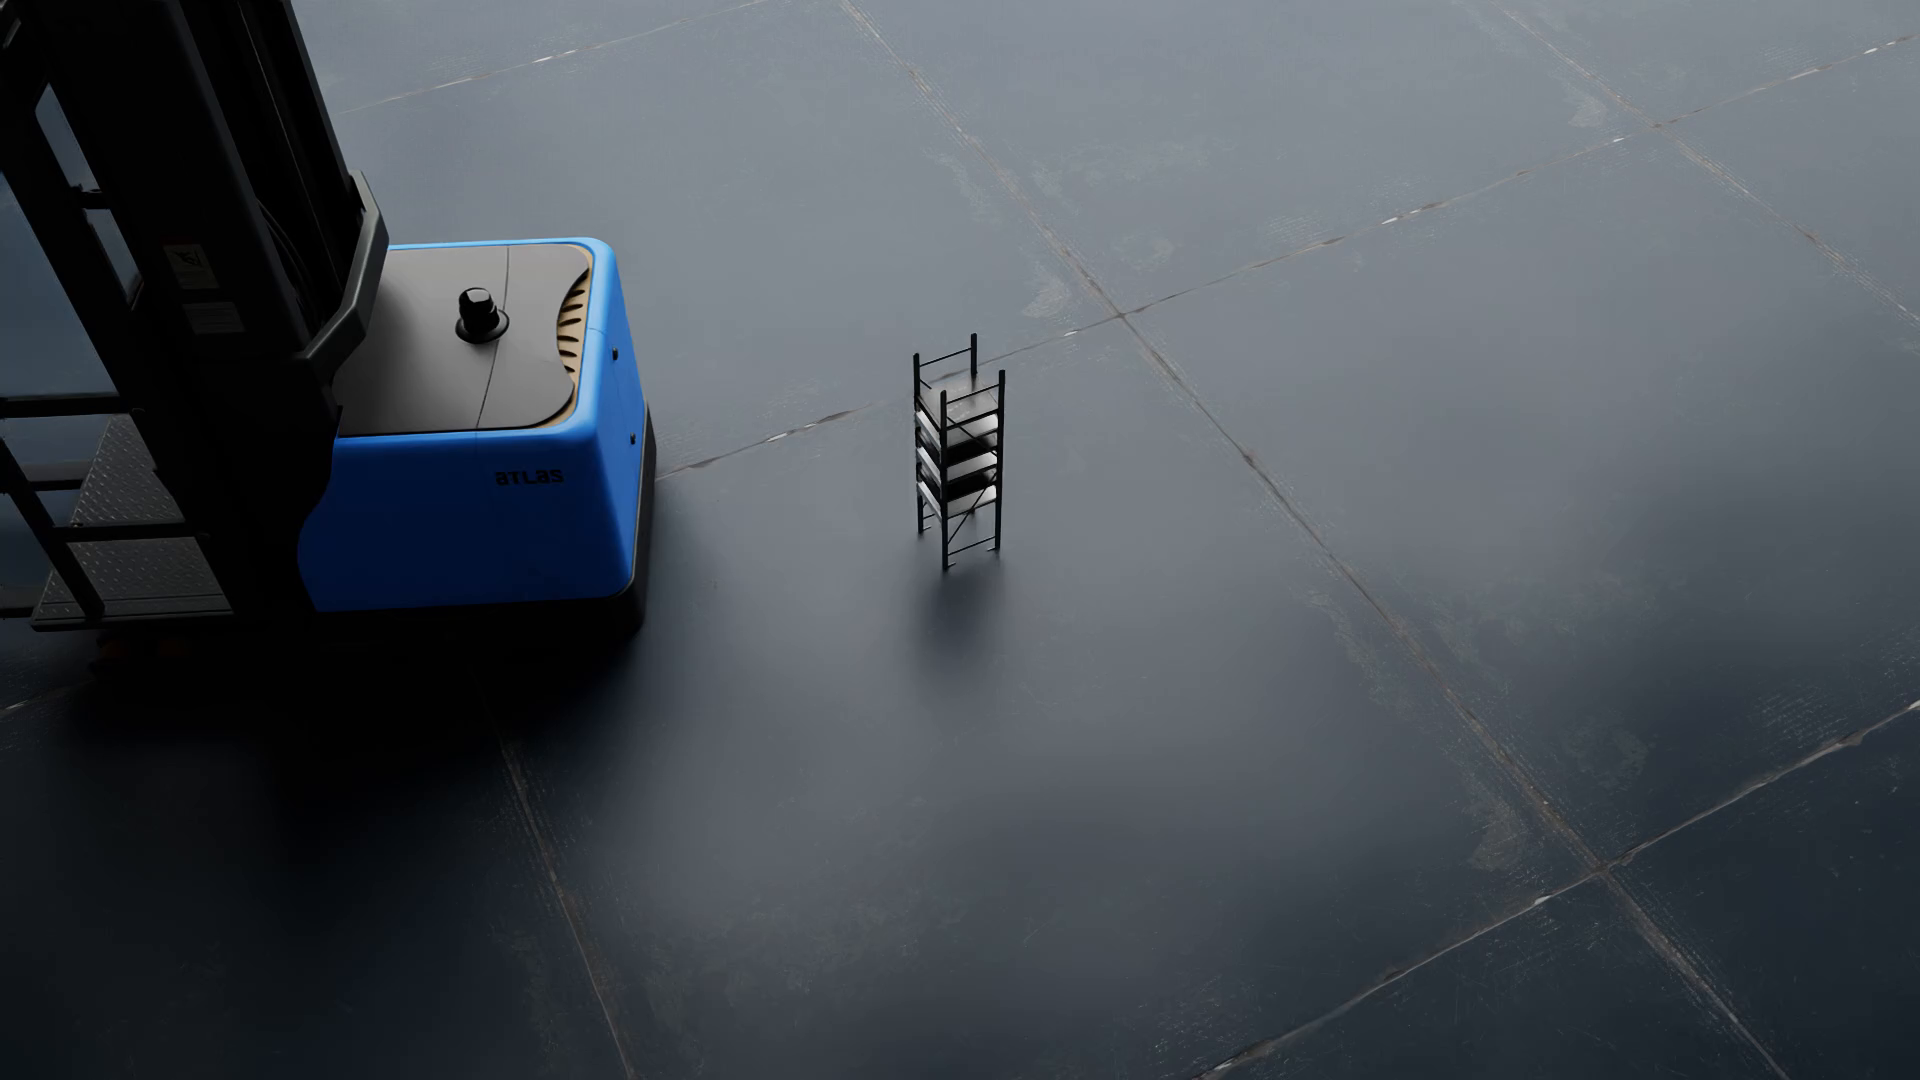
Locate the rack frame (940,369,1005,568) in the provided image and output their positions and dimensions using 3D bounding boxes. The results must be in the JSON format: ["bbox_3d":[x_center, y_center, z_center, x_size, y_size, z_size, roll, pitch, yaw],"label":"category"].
[{"bbox_3d":[0.043,-0.234,5.857,0.240,0.900,0.006,-21,52,-18],"label":"rack frame"}]

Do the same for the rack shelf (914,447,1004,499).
[{"bbox_3d":[-0.004,-0.280,5.941,0.258,0.077,0.200,-21,52,-18],"label":"rack shelf"}]

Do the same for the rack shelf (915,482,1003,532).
[{"bbox_3d":[-0.004,-0.161,6.077,0.258,0.077,0.200,-21,52,-18],"label":"rack shelf"}]

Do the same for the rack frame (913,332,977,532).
[{"bbox_3d":[-0.050,-0.370,5.976,0.240,0.900,0.006,-21,52,-18],"label":"rack frame"}]

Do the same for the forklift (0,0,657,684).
[{"bbox_3d":[-2.661,-0.876,5.069,3.031,2.935,1.130,-3,49,-3],"label":"forklift"}]

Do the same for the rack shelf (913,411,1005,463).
[{"bbox_3d":[-0.004,-0.398,5.806,0.258,0.077,0.200,-21,52,-18],"label":"rack shelf"}]

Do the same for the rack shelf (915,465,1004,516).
[{"bbox_3d":[-0.004,-0.221,6.009,0.258,0.077,0.200,-21,52,-18],"label":"rack shelf"}]

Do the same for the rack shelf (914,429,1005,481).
[{"bbox_3d":[-0.004,-0.339,5.873,0.258,0.077,0.200,-21,52,-18],"label":"rack shelf"}]

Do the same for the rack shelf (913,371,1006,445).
[{"bbox_3d":[-0.004,-0.458,5.738,0.258,0.077,0.200,-21,52,-18],"label":"rack shelf"}]

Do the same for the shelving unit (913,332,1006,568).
[{"bbox_3d":[-0.004,-0.302,5.916,0.258,0.900,0.210,-21,52,-18],"label":"shelving unit"}]
